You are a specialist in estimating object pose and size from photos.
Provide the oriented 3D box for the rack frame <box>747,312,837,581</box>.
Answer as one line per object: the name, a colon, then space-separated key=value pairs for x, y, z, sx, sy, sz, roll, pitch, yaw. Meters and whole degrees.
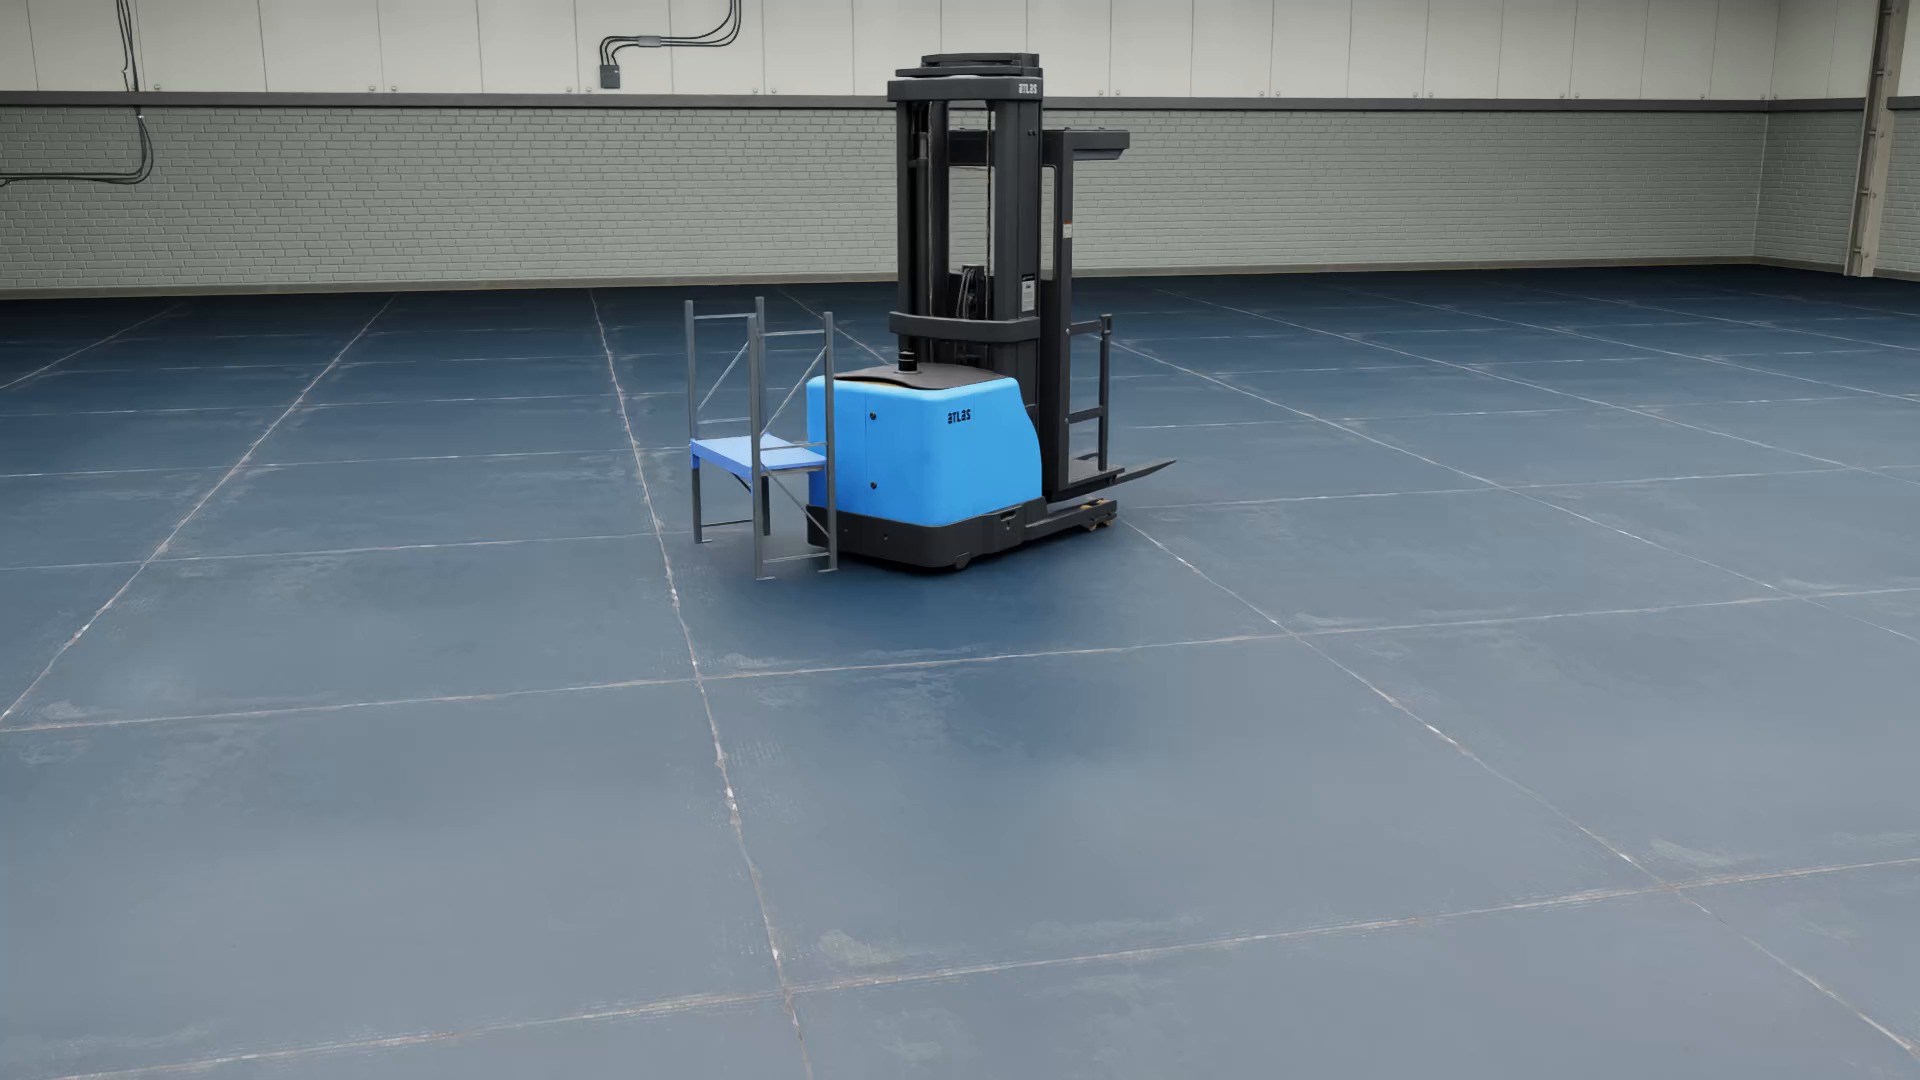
rack frame: x=-0.943 y=-0.525 z=9.414 sx=0.500 sy=1.500 sz=0.032 roll=-7 pitch=16 yaw=-28

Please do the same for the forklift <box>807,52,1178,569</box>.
forklift: x=0.369 y=-1.547 z=10.585 sx=1.130 sy=2.935 sz=3.031 roll=10 pitch=17 yaw=36

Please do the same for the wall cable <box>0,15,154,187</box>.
wall cable: x=-13.907 y=-6.599 z=25.018 sx=3.097 sy=2.526 sz=0.112 roll=-3 pitch=14 yaw=-13

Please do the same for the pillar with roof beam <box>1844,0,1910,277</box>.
pillar with roof beam: x=11.934 y=-8.870 z=27.770 sx=9.100 sy=9.000 sz=0.400 roll=-3 pitch=14 yaw=-13

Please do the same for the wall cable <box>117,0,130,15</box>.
wall cable: x=-11.277 y=-9.203 z=25.036 sx=3.097 sy=2.526 sz=0.112 roll=-3 pitch=14 yaw=-13

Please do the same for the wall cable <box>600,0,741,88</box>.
wall cable: x=-4.675 y=-10.285 z=26.397 sx=2.305 sy=6.003 sz=0.169 roll=-3 pitch=14 yaw=-13

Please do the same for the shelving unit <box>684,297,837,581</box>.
shelving unit: x=-1.187 y=-0.630 z=9.847 sx=0.538 sy=1.500 sz=1.048 roll=-7 pitch=16 yaw=-28

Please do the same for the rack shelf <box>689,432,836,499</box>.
rack shelf: x=-1.187 y=-0.456 z=9.890 sx=0.538 sy=0.185 sz=1.000 roll=-7 pitch=16 yaw=-28

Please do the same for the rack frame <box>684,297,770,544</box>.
rack frame: x=-1.431 y=-0.736 z=10.281 sx=0.500 sy=1.500 sz=0.032 roll=-7 pitch=16 yaw=-28
